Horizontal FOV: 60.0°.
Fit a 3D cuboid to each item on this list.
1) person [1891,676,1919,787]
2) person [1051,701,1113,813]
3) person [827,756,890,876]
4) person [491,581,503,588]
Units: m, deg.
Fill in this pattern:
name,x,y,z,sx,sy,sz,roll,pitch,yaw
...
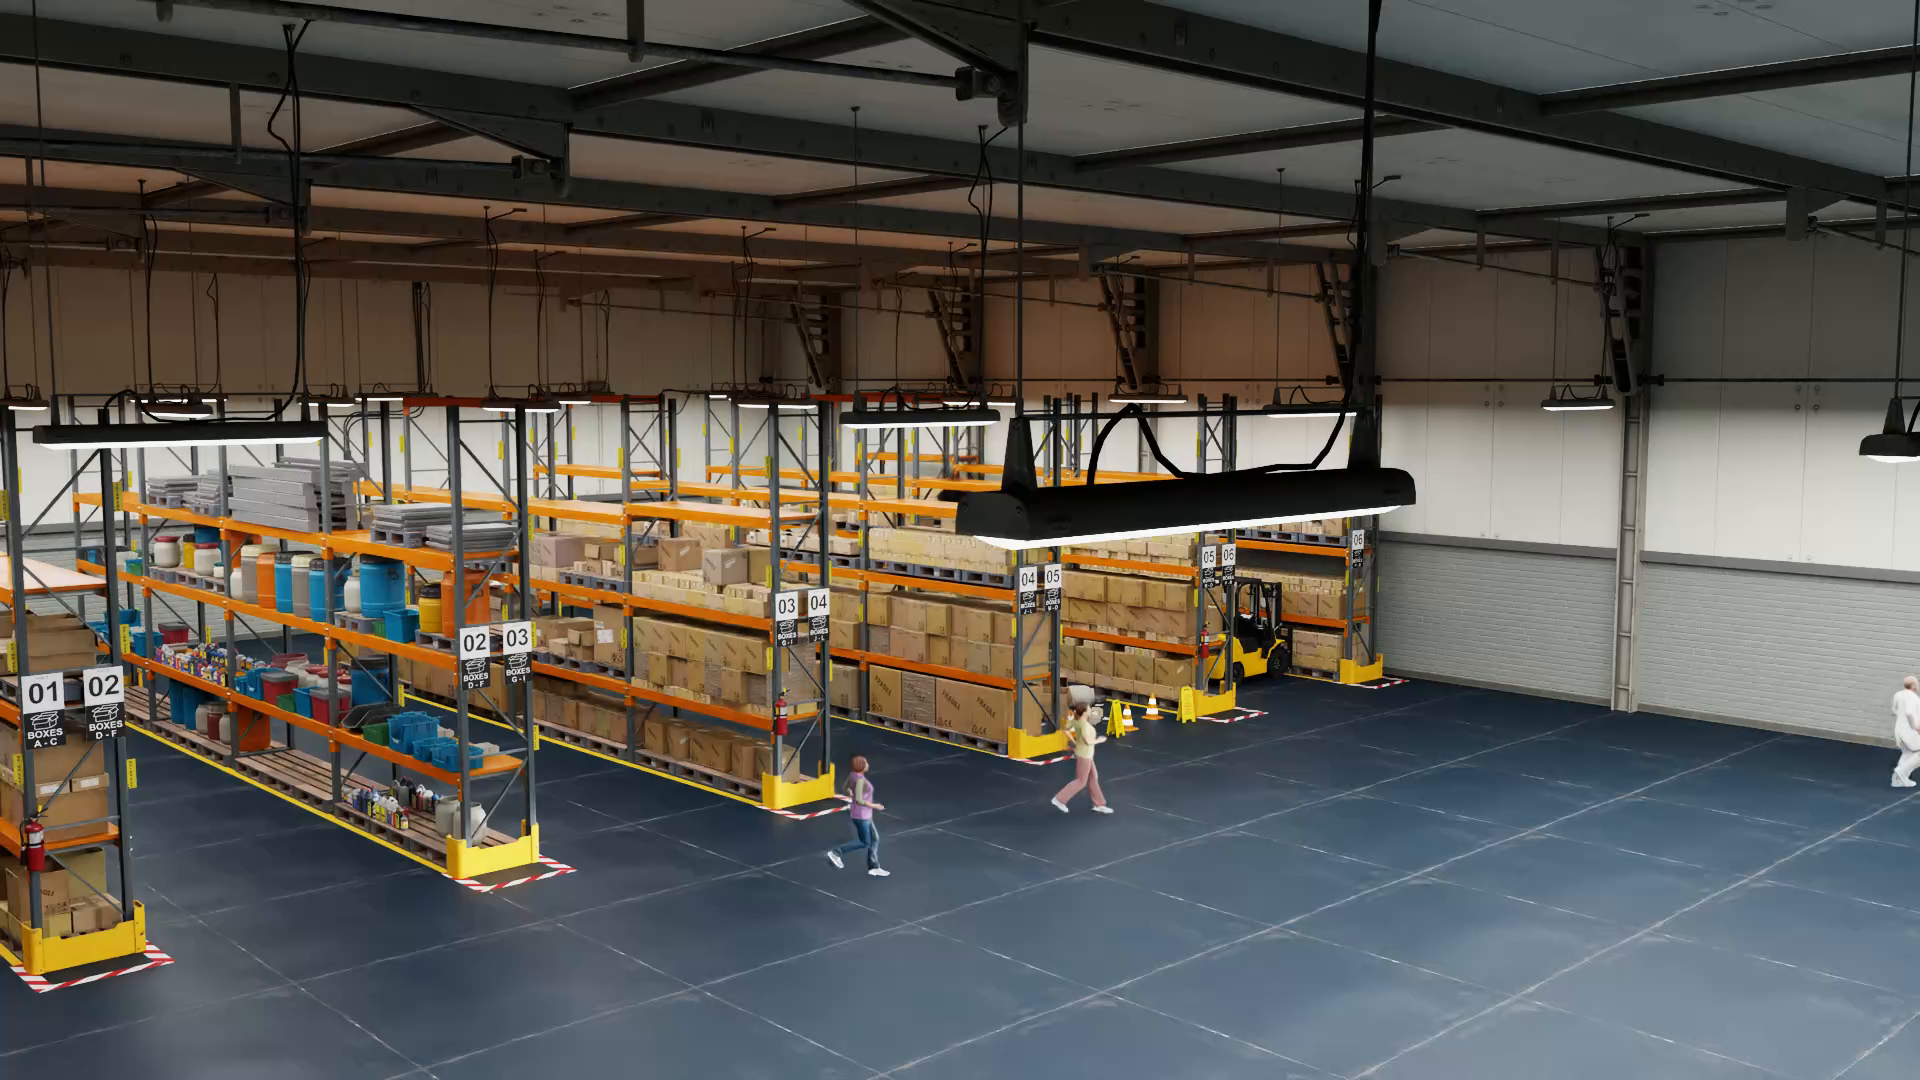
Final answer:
name,x,y,z,sx,sy,sz,roll,pitch,yaw
person,14.786,2.972,25.773,0.620,1.736,0.718,0,6,0
person,1.778,3.157,24.031,0.955,1.672,0.578,-1,6,-11
person,-1.297,3.518,21.145,0.805,1.584,0.552,-1,6,-10
person,-10.755,1.796,38.257,0.732,1.691,0.541,-1,6,-8
